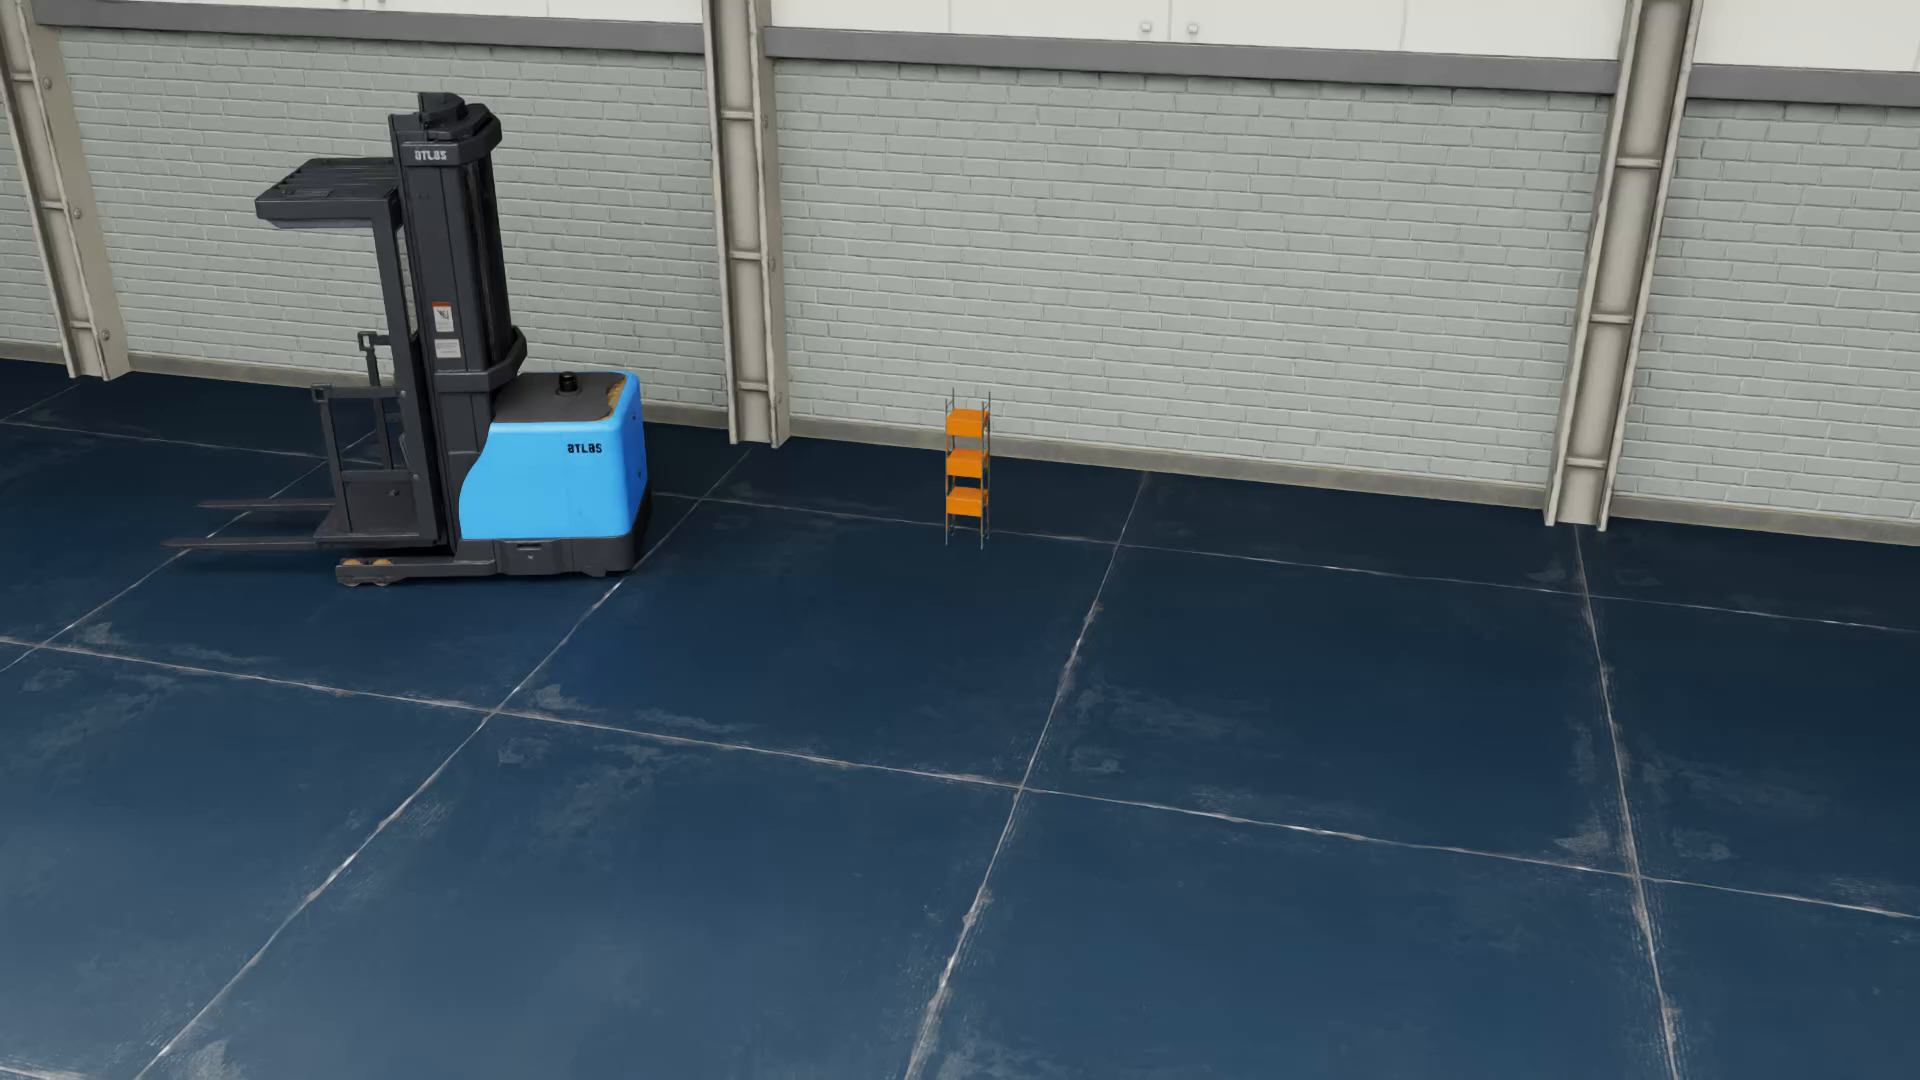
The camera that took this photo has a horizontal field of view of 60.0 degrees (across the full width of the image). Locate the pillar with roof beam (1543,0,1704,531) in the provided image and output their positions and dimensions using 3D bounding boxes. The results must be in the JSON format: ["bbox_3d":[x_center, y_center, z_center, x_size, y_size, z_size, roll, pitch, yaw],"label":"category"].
[{"bbox_3d":[3.192,-2.415,5.853,0.400,9.000,9.100,6,26,13],"label":"pillar with roof beam"}]

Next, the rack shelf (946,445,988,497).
[{"bbox_3d":[0.052,-0.459,11.017,0.240,0.259,0.215,6,26,13],"label":"rack shelf"}]

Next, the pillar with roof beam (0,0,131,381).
[{"bbox_3d":[-8.430,-3.699,8.551,0.400,9.000,9.100,6,26,13],"label":"pillar with roof beam"}]

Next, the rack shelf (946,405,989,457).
[{"bbox_3d":[0.052,-0.715,10.895,0.240,0.259,0.215,6,26,13],"label":"rack shelf"}]

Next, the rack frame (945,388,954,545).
[{"bbox_3d":[-0.066,-0.481,11.040,0.008,1.050,0.200,6,26,13],"label":"rack frame"}]

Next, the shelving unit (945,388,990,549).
[{"bbox_3d":[0.052,-0.468,11.012,0.252,1.050,0.215,6,26,13],"label":"shelving unit"}]

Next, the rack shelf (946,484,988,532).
[{"bbox_3d":[0.052,-0.208,11.136,0.240,0.259,0.215,6,26,13],"label":"rack shelf"}]

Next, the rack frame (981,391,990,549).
[{"bbox_3d":[0.170,-0.455,10.985,0.008,1.050,0.200,6,26,13],"label":"rack frame"}]

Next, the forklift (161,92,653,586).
[{"bbox_3d":[-3.628,-1.260,10.487,3.031,2.935,1.130,-1,25,-2],"label":"forklift"}]

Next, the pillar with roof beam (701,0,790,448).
[{"bbox_3d":[-2.619,-3.057,7.202,0.400,9.000,9.100,6,26,13],"label":"pillar with roof beam"}]
